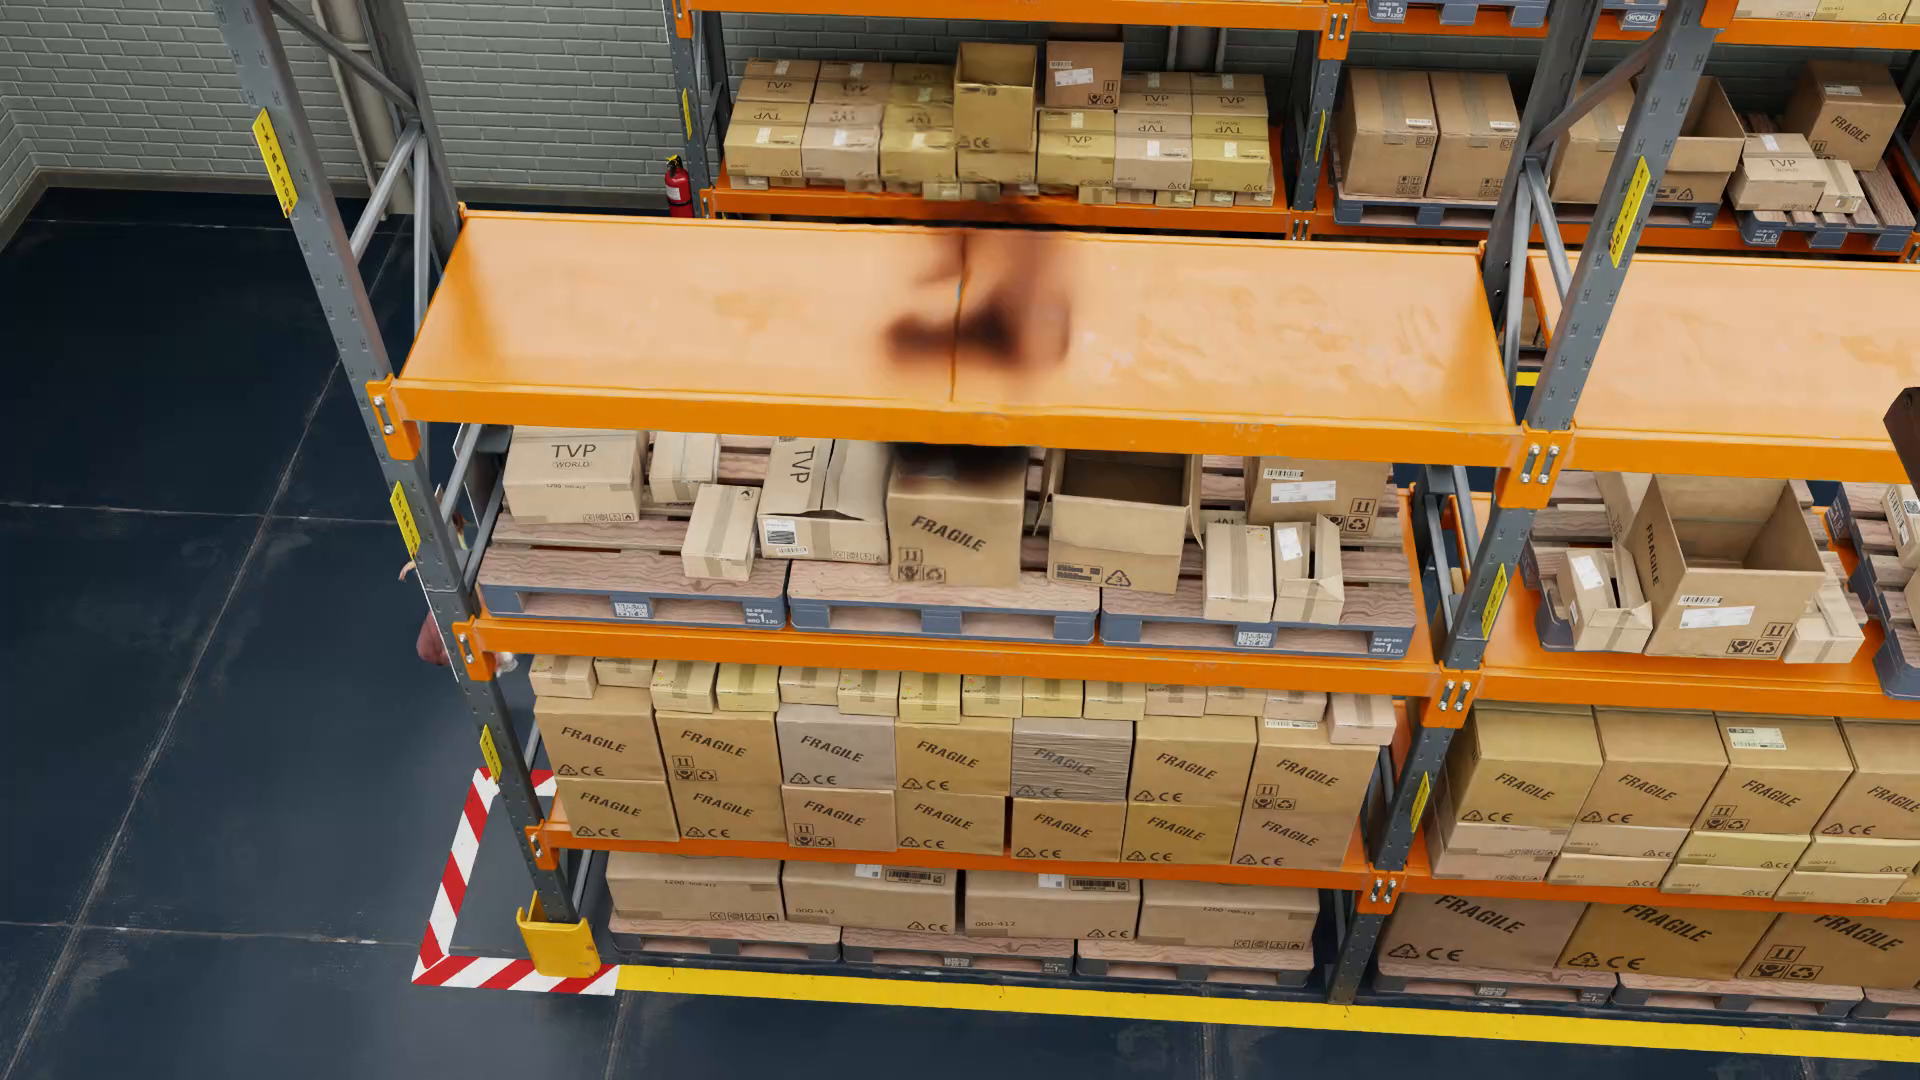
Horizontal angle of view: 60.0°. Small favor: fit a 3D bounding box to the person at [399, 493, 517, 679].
[{"bbox_3d":[-2.755,0.335,8.954,0.478,1.645,0.650,-16,50,-14],"label":"person"}]
